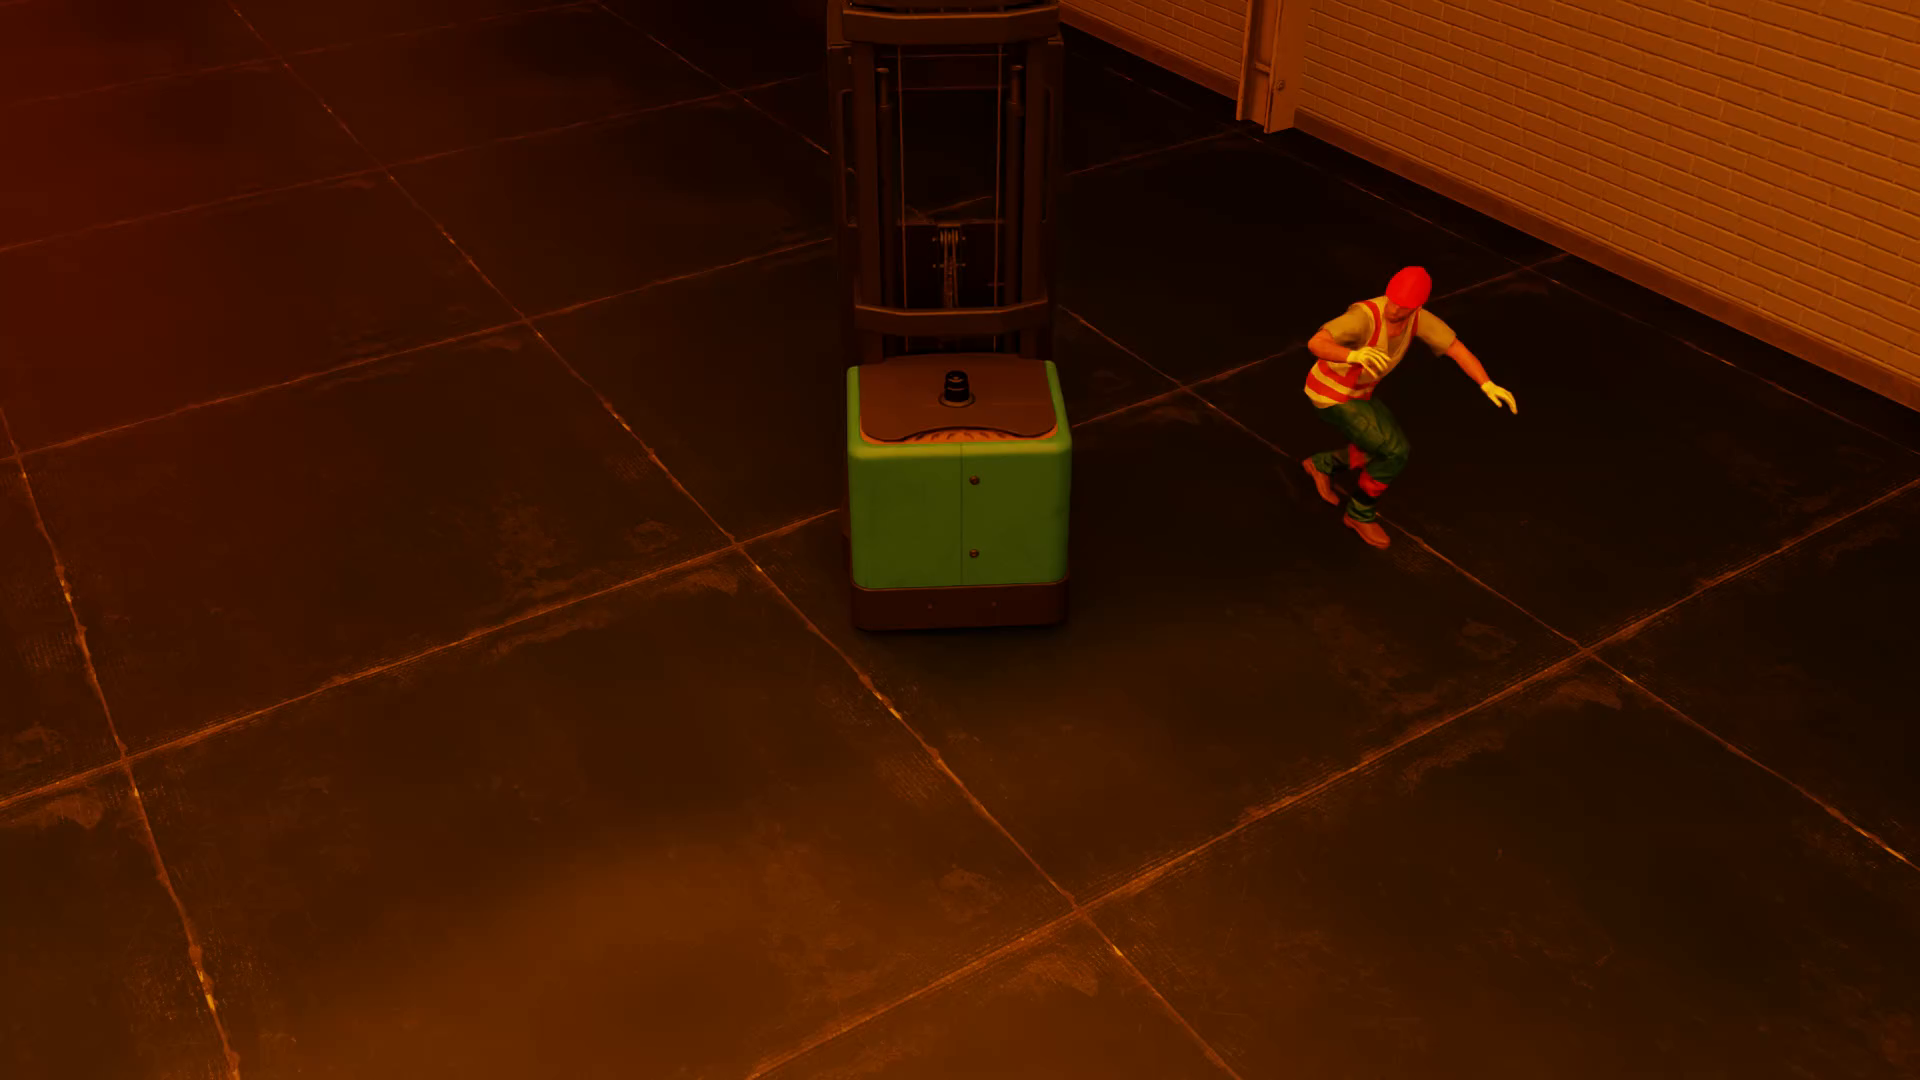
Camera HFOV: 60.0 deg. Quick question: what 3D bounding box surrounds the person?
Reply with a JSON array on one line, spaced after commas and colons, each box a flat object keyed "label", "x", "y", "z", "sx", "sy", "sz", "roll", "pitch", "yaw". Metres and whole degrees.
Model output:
[{"label": "person", "x": 2.192, "y": -0.644, "z": 8.333, "sx": 1.021, "sy": 1.474, "sz": 0.788, "roll": 25, "pitch": 42, "yaw": 31}]

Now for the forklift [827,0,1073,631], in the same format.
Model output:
[{"label": "forklift", "x": -0.083, "y": -1.590, "z": 8.410, "sx": 1.130, "sy": 2.935, "sz": 3.031, "roll": -2, "pitch": 35, "yaw": -3}]
